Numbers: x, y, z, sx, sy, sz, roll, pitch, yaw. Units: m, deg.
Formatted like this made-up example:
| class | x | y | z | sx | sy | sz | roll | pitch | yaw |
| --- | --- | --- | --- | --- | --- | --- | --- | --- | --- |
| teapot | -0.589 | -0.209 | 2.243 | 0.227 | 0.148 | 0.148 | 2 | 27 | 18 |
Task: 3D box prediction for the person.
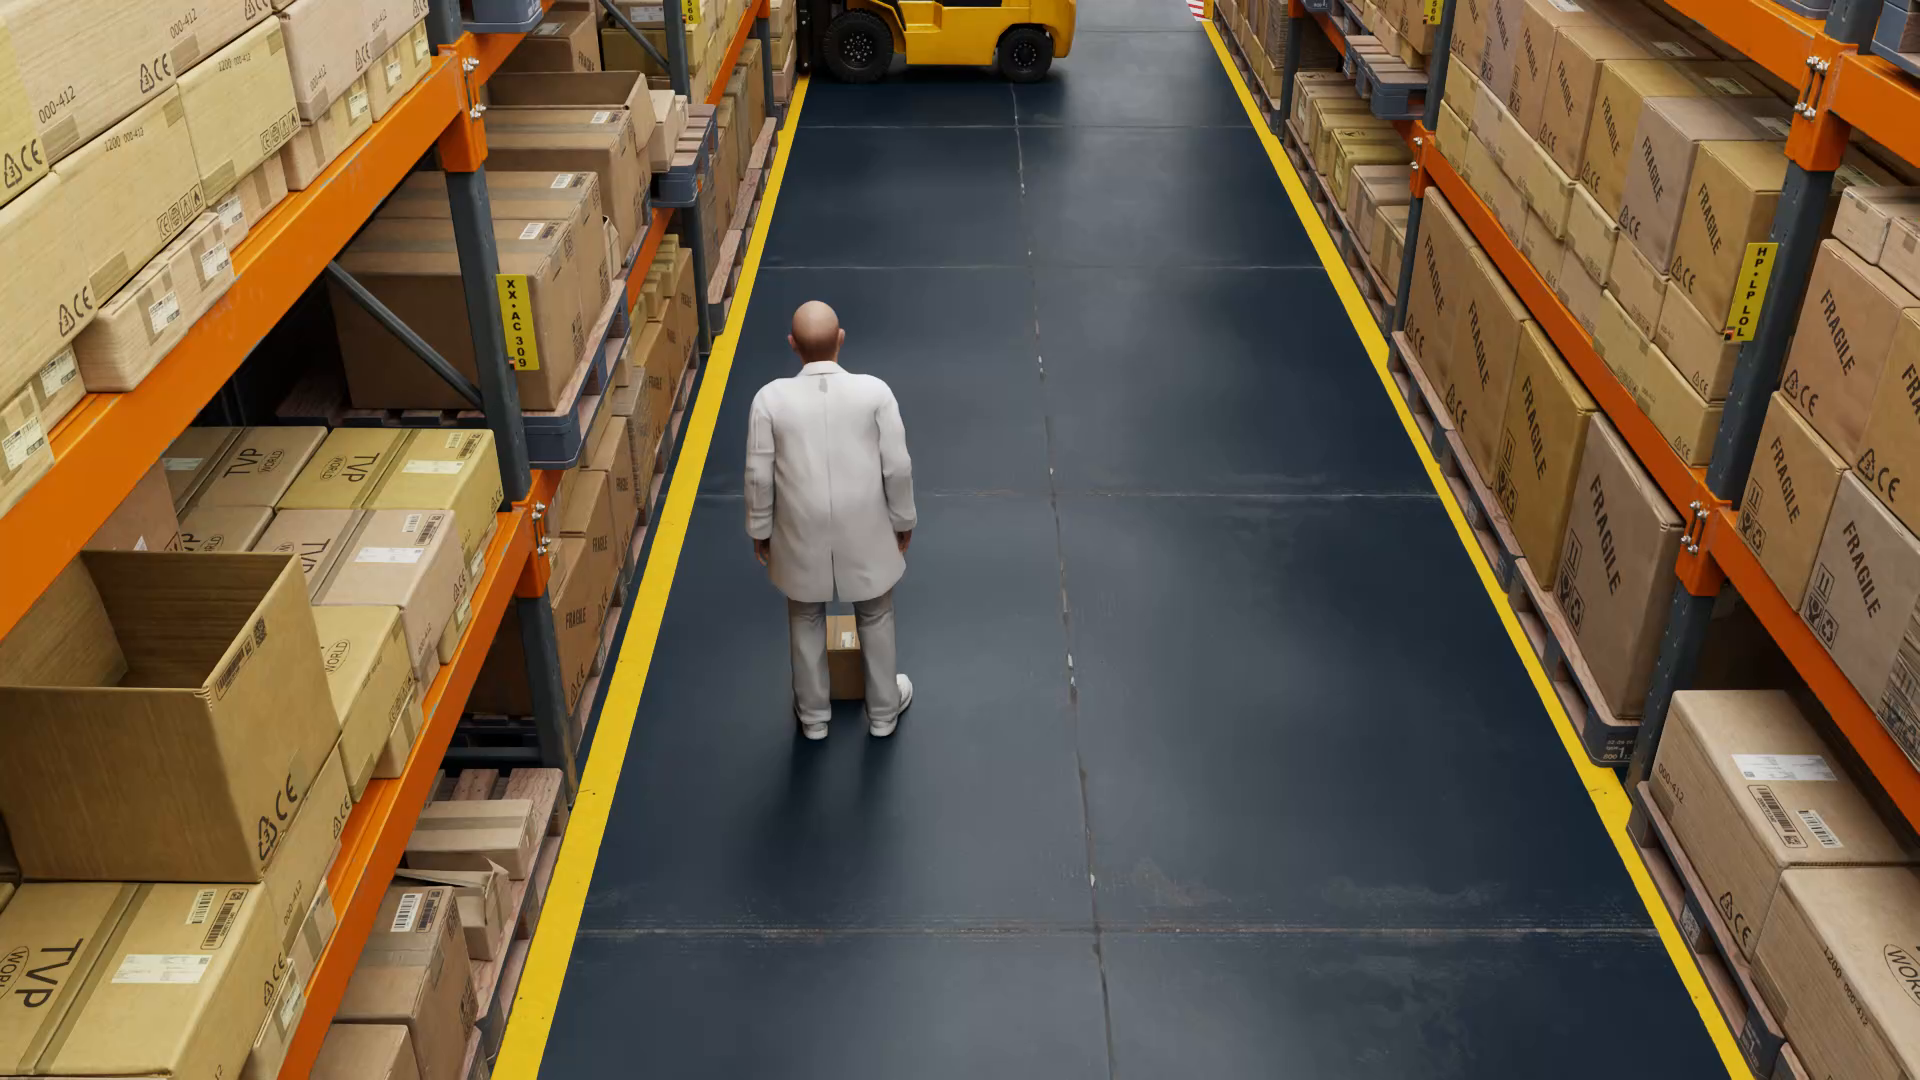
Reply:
| class | x | y | z | sx | sy | sz | roll | pitch | yaw |
| --- | --- | --- | --- | --- | --- | --- | --- | --- | --- |
| person | -0.481 | -0.046 | 6.226 | 0.642 | 1.772 | 0.432 | -2 | 31 | -4 |
